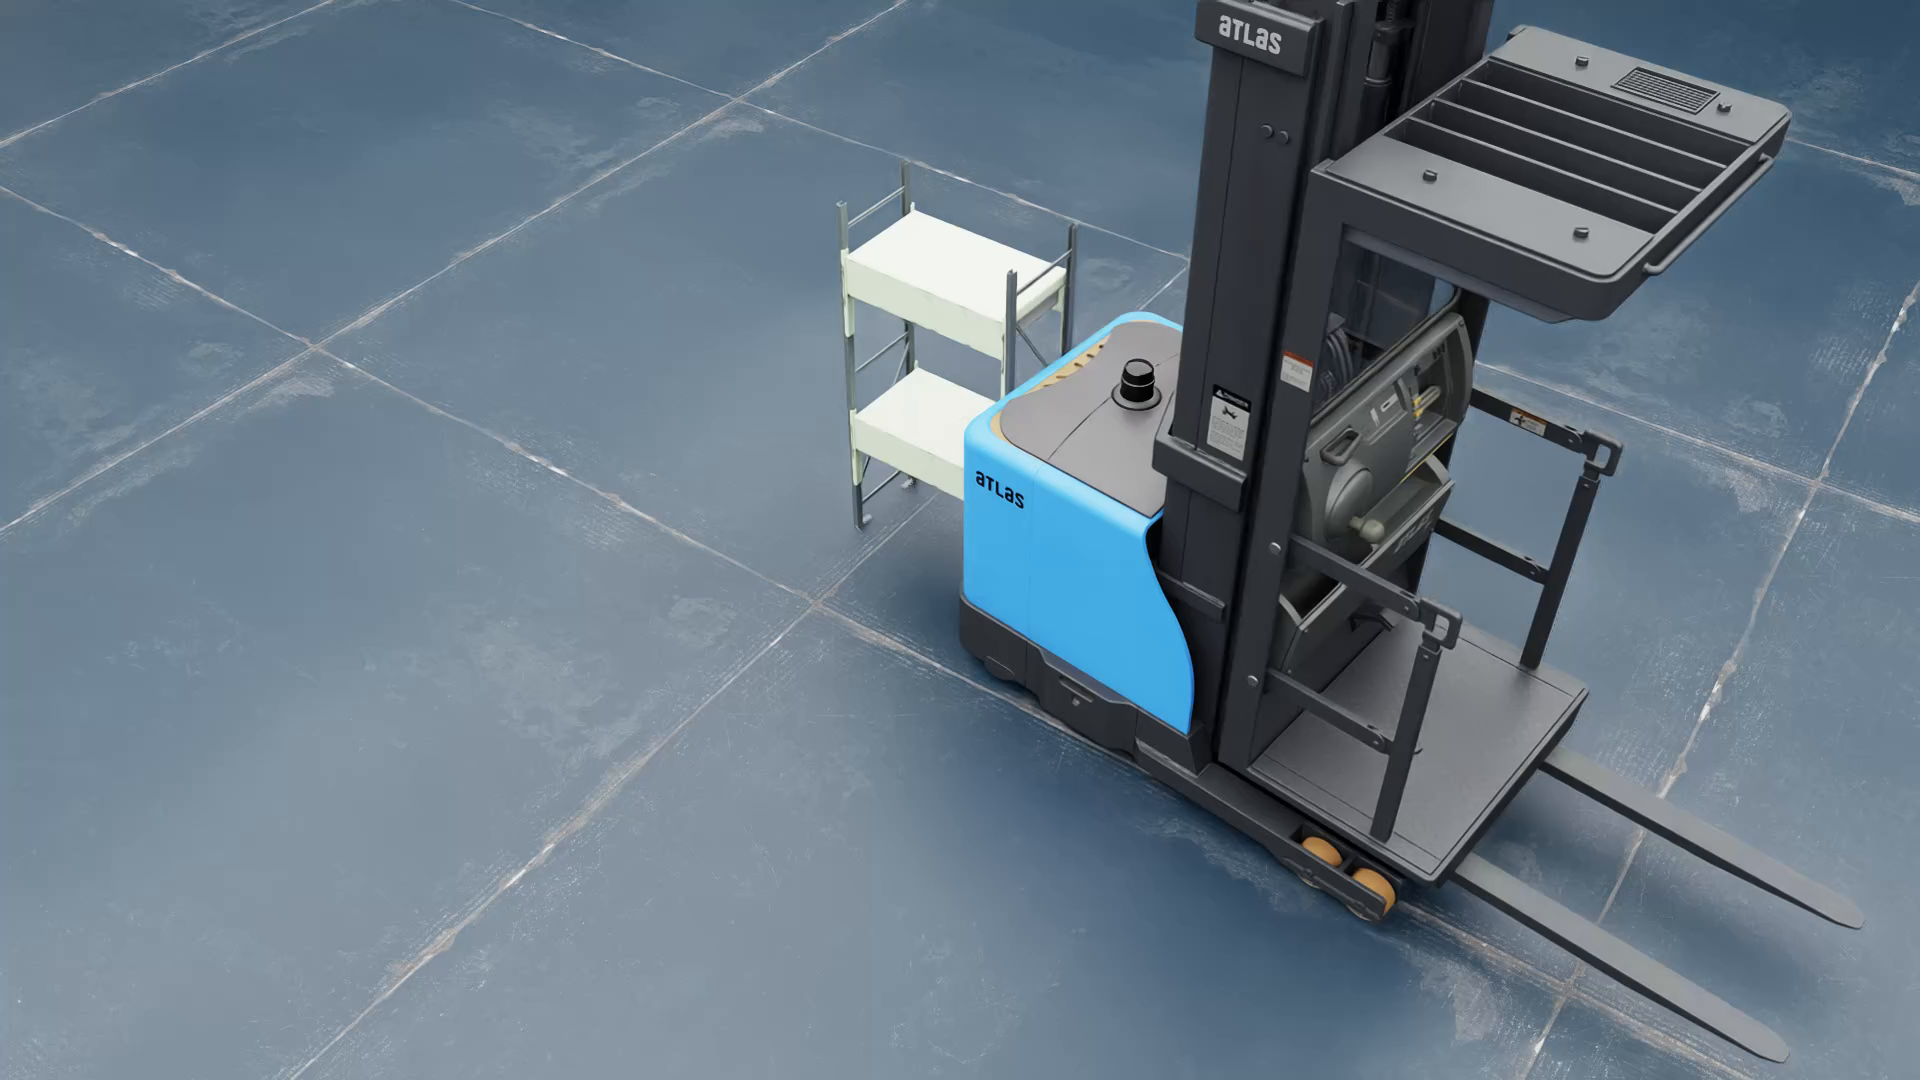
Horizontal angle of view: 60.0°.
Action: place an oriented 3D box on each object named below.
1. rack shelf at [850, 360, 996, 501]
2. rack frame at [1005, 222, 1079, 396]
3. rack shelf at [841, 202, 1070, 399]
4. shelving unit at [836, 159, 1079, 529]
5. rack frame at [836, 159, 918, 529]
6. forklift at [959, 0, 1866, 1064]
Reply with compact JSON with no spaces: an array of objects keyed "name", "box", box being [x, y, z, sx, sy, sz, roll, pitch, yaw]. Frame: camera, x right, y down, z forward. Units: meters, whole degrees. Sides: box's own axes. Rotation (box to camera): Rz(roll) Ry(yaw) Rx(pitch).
[{"name":"rack shelf","box":[-0.013,-0.328,6.480,0.720,0.370,0.431,26,48,26]},{"name":"rack frame","box":[0.281,-0.425,6.100,0.023,1.500,0.400,26,48,26]},{"name":"rack shelf","box":[-0.013,-0.861,6.003,0.720,0.370,0.431,26,48,26]},{"name":"shelving unit","box":[-0.013,-0.570,6.263,0.755,1.500,0.431,26,48,26]},{"name":"rack frame","box":[-0.307,-0.716,6.425,0.023,1.500,0.400,26,48,26]},{"name":"forklift","box":[1.436,-0.265,4.848,3.031,2.935,1.130,30,50,30]}]
